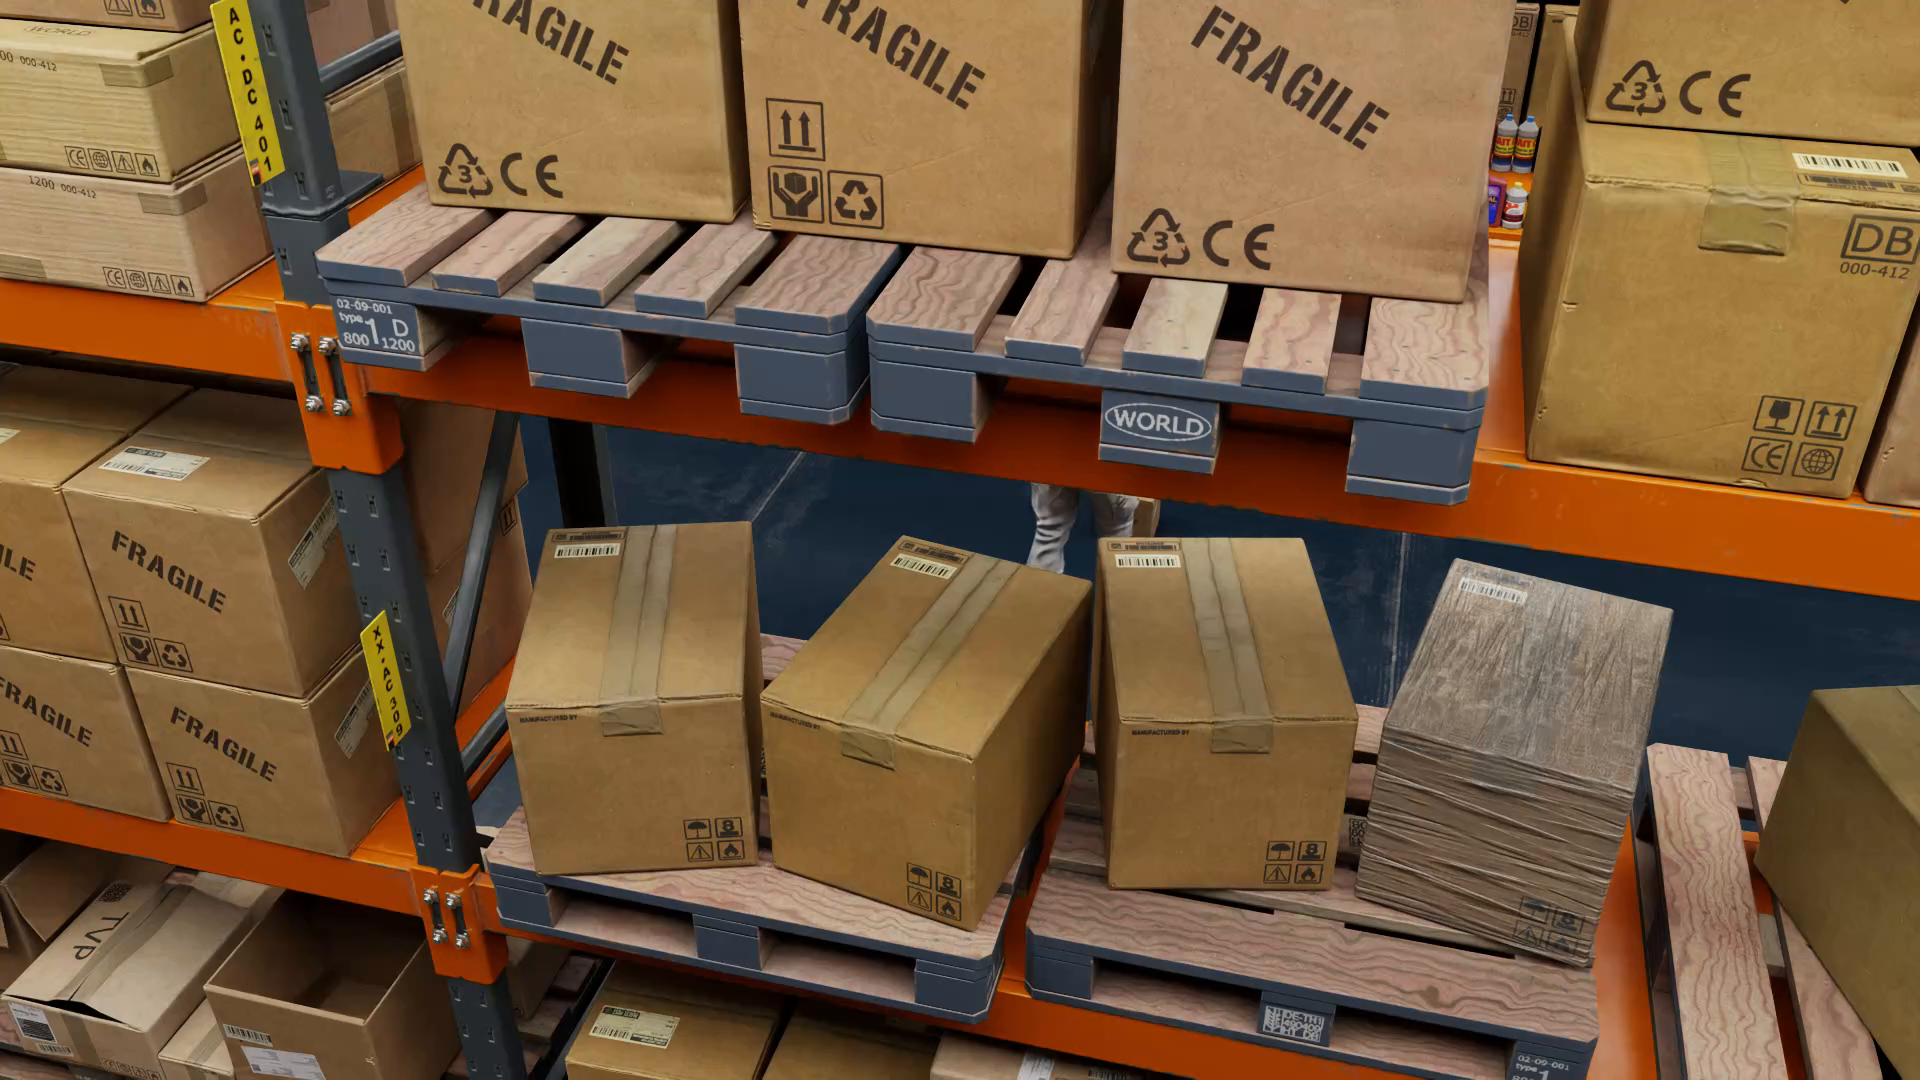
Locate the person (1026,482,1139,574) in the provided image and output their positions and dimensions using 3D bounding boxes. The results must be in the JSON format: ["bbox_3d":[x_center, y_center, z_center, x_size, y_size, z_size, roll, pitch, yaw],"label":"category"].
[{"bbox_3d":[0.562,-0.430,6.778,0.583,1.767,0.758,24,40,33],"label":"person"}]
